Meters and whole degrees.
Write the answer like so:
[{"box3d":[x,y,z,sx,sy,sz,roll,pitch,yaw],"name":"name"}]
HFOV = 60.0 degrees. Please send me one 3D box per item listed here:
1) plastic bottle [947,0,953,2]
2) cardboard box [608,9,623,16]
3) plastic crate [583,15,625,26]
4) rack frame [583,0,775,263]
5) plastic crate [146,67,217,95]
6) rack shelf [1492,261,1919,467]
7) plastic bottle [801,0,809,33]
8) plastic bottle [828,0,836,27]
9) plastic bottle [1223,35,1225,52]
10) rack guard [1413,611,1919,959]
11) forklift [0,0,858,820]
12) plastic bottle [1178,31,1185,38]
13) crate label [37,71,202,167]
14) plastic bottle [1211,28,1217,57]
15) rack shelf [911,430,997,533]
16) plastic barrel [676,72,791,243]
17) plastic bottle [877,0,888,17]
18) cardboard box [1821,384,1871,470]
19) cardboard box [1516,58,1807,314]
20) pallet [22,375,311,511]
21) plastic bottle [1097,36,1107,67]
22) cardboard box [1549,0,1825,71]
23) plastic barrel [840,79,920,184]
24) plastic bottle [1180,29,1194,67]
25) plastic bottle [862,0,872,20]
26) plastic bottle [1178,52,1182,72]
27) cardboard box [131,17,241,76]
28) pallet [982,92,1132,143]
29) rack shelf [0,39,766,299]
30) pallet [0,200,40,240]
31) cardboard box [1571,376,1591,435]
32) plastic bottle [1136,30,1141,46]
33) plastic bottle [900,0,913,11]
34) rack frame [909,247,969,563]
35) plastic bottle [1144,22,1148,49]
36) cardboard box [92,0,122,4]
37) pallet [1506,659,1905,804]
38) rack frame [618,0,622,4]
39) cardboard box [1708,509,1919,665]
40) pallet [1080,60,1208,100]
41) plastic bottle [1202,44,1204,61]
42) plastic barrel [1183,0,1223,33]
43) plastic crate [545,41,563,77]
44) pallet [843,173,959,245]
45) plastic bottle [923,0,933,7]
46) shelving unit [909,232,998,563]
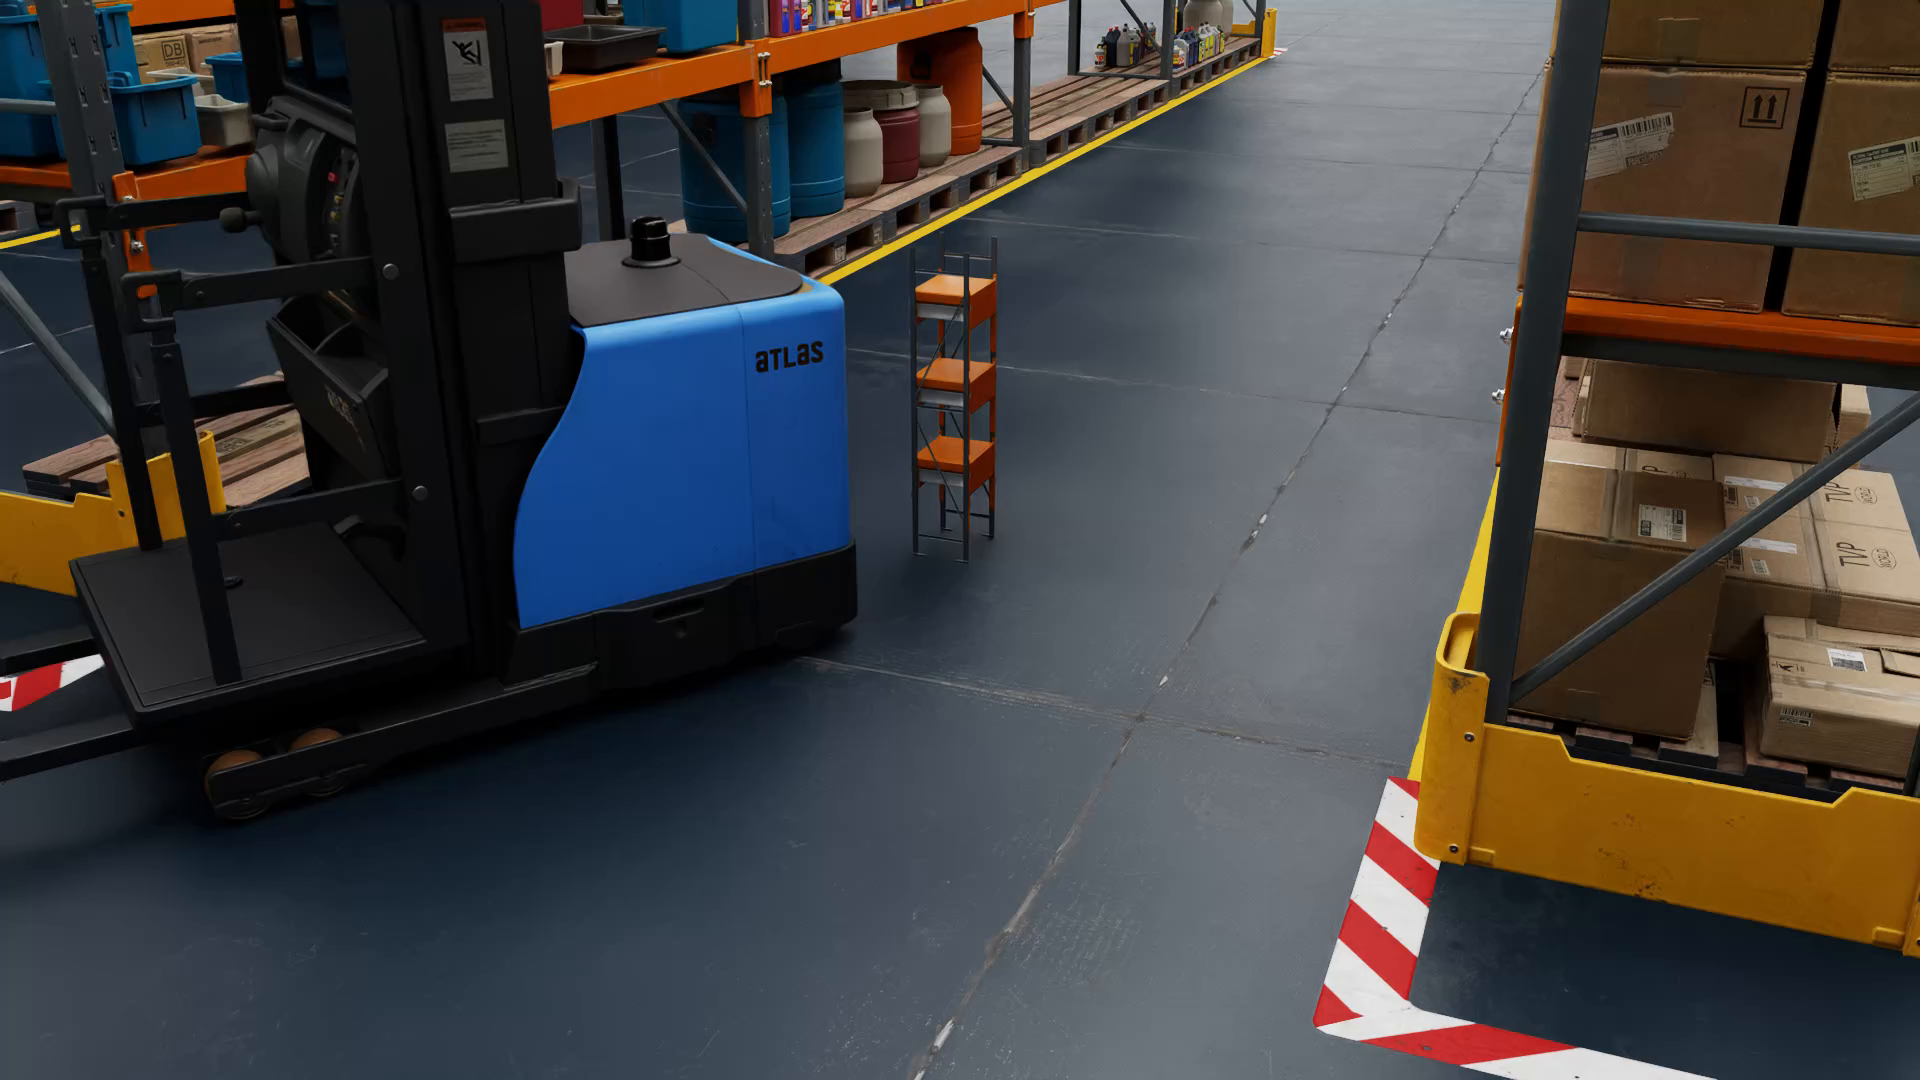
[{"box3d":[-0.093,-3.532,10.571,0.097,0.201,0.097,0,23,0],"name":"plastic bottle"},{"box3d":[-3.532,-4.965,16.417,0.700,0.500,0.500,9,24,20],"name":"cardboard box"},{"box3d":[-1.768,-2.488,8.079,0.396,0.136,0.243,9,24,20],"name":"plastic crate"},{"box3d":[-1.462,-2.728,8.389,1.000,3.000,0.127,9,24,20],"name":"rack frame"},{"box3d":[-2.692,-1.622,6.006,0.396,0.136,0.243,9,24,20],"name":"plastic crate"},{"box3d":[2.392,-0.970,5.113,1.077,0.370,4.000,9,24,20],"name":"rack shelf"},{"box3d":[-0.855,-2.798,8.815,0.097,0.201,0.097,0,23,0],"name":"plastic bottle"},{"box3d":[-0.732,-2.948,9.083,0.097,0.271,0.097,0,23,0],"name":"plastic bottle"},{"box3d":[2.720,-5.214,17.401,0.097,0.201,0.097,0,23,0],"name":"plastic bottle"},{"box3d":[1.678,0.540,3.808,1.175,0.500,0.348,9,24,20],"name":"rack guard"},{"box3d":[-1.818,-0.896,4.091,3.031,2.935,1.130,-15,27,-31],"name":"forklift"},{"box3d":[2.275,-4.998,16.788,0.152,0.276,0.135,9,24,20],"name":"plastic bottle"},{"box3d":[-2.551,-1.288,5.082,0.416,0.233,0.303,9,24,20],"name":"crate label"},{"box3d":[2.549,-5.113,17.061,0.152,0.276,0.135,8,24,19],"name":"plastic bottle"},{"box3d":[-0.020,-0.199,5.613,0.215,0.259,0.240,9,24,20],"name":"rack shelf"},{"box3d":[-1.245,-2.146,9.173,0.600,0.901,0.708,9,24,20],"name":"plastic barrel"},{"box3d":[-0.507,-3.196,9.671,0.152,0.276,0.135,9,24,20],"name":"plastic bottle"},{"box3d":[2.908,-0.467,5.894,0.500,0.311,0.500,9,24,20],"name":"cardboard box"},{"box3d":[1.563,-0.831,3.719,0.500,0.500,0.500,10,25,22],"name":"cardboard box"},{"box3d":[-2.606,-0.299,6.193,1.003,0.211,1.213,9,24,20],"name":"pallet"},{"box3d":[1.382,-4.760,16.207,0.061,0.283,0.133,10,25,23],"name":"plastic bottle"},{"box3d":[1.559,-1.292,3.525,0.500,0.500,0.500,9,24,20],"name":"cardboard box"},{"box3d":[-0.562,-2.659,10.807,0.600,0.588,0.708,9,24,20],"name":"plastic barrel"},{"box3d":[2.194,-4.801,16.218,0.144,0.351,0.185,9,24,21],"name":"plastic bottle"},{"box3d":[-0.593,-3.113,9.472,0.152,0.276,0.135,9,24,20],"name":"plastic bottle"},{"box3d":[2.072,-4.590,15.907,0.097,0.201,0.097,0,23,0],"name":"plastic bottle"},{"box3d":[-5.511,-3.202,11.736,1.225,0.875,0.875,8,24,18],"name":"cardboard box"},{"box3d":[0.802,-3.579,14.046,1.003,0.211,1.213,9,24,20],"name":"pallet"},{"box3d":[-2.205,-1.680,6.814,1.077,0.370,4.000,9,24,20],"name":"rack shelf"},{"box3d":[-6.416,-1.889,10.000,1.003,0.211,1.213,9,24,20],"name":"pallet"},{"box3d":[2.466,-0.483,6.120,0.380,0.166,0.250,9,24,20],"name":"cardboard box"},{"box3d":[1.777,-4.991,16.760,0.061,0.283,0.133,9,24,20],"name":"plastic bottle"},{"box3d":[-0.371,-3.357,9.959,0.144,0.351,0.185,9,24,20],"name":"plastic bottle"},{"box3d":[-0.065,-0.422,5.397,0.200,1.050,0.008,9,24,20],"name":"rack frame"},{"box3d":[1.931,-5.289,17.474,0.061,0.283,0.133,9,24,21],"name":"plastic bottle"},{"box3d":[-5.658,-3.612,10.376,0.500,0.500,0.500,9,24,20],"name":"cardboard box"},{"box3d":[1.973,0.388,4.547,1.003,0.211,1.213,9,24,20],"name":"pallet"},{"box3d":[-3.089,-6.300,16.941,1.000,3.000,0.127,9,24,20],"name":"rack frame"},{"box3d":[2.300,0.147,4.504,0.500,0.250,0.500,9,24,20],"name":"cardboard box"},{"box3d":[1.797,-4.539,16.342,1.003,0.211,1.213,9,24,20],"name":"pallet"},{"box3d":[2.391,-4.898,16.643,0.097,0.201,0.097,0,23,0],"name":"plastic bottle"},{"box3d":[2.635,-5.642,18.049,0.421,0.512,0.421,0,23,0],"name":"plastic barrel"},{"box3d":[-1.830,-1.968,6.834,0.293,0.136,0.466,9,24,20],"name":"plastic crate"},{"box3d":[-0.685,-2.150,10.622,1.003,0.211,1.213,9,24,20],"name":"pallet"},{"box3d":[-0.253,-3.471,10.232,0.144,0.351,0.185,9,24,20],"name":"plastic bottle"},{"box3d":[-0.020,-0.465,5.502,0.215,1.050,0.252,9,24,20],"name":"shelving unit"}]
